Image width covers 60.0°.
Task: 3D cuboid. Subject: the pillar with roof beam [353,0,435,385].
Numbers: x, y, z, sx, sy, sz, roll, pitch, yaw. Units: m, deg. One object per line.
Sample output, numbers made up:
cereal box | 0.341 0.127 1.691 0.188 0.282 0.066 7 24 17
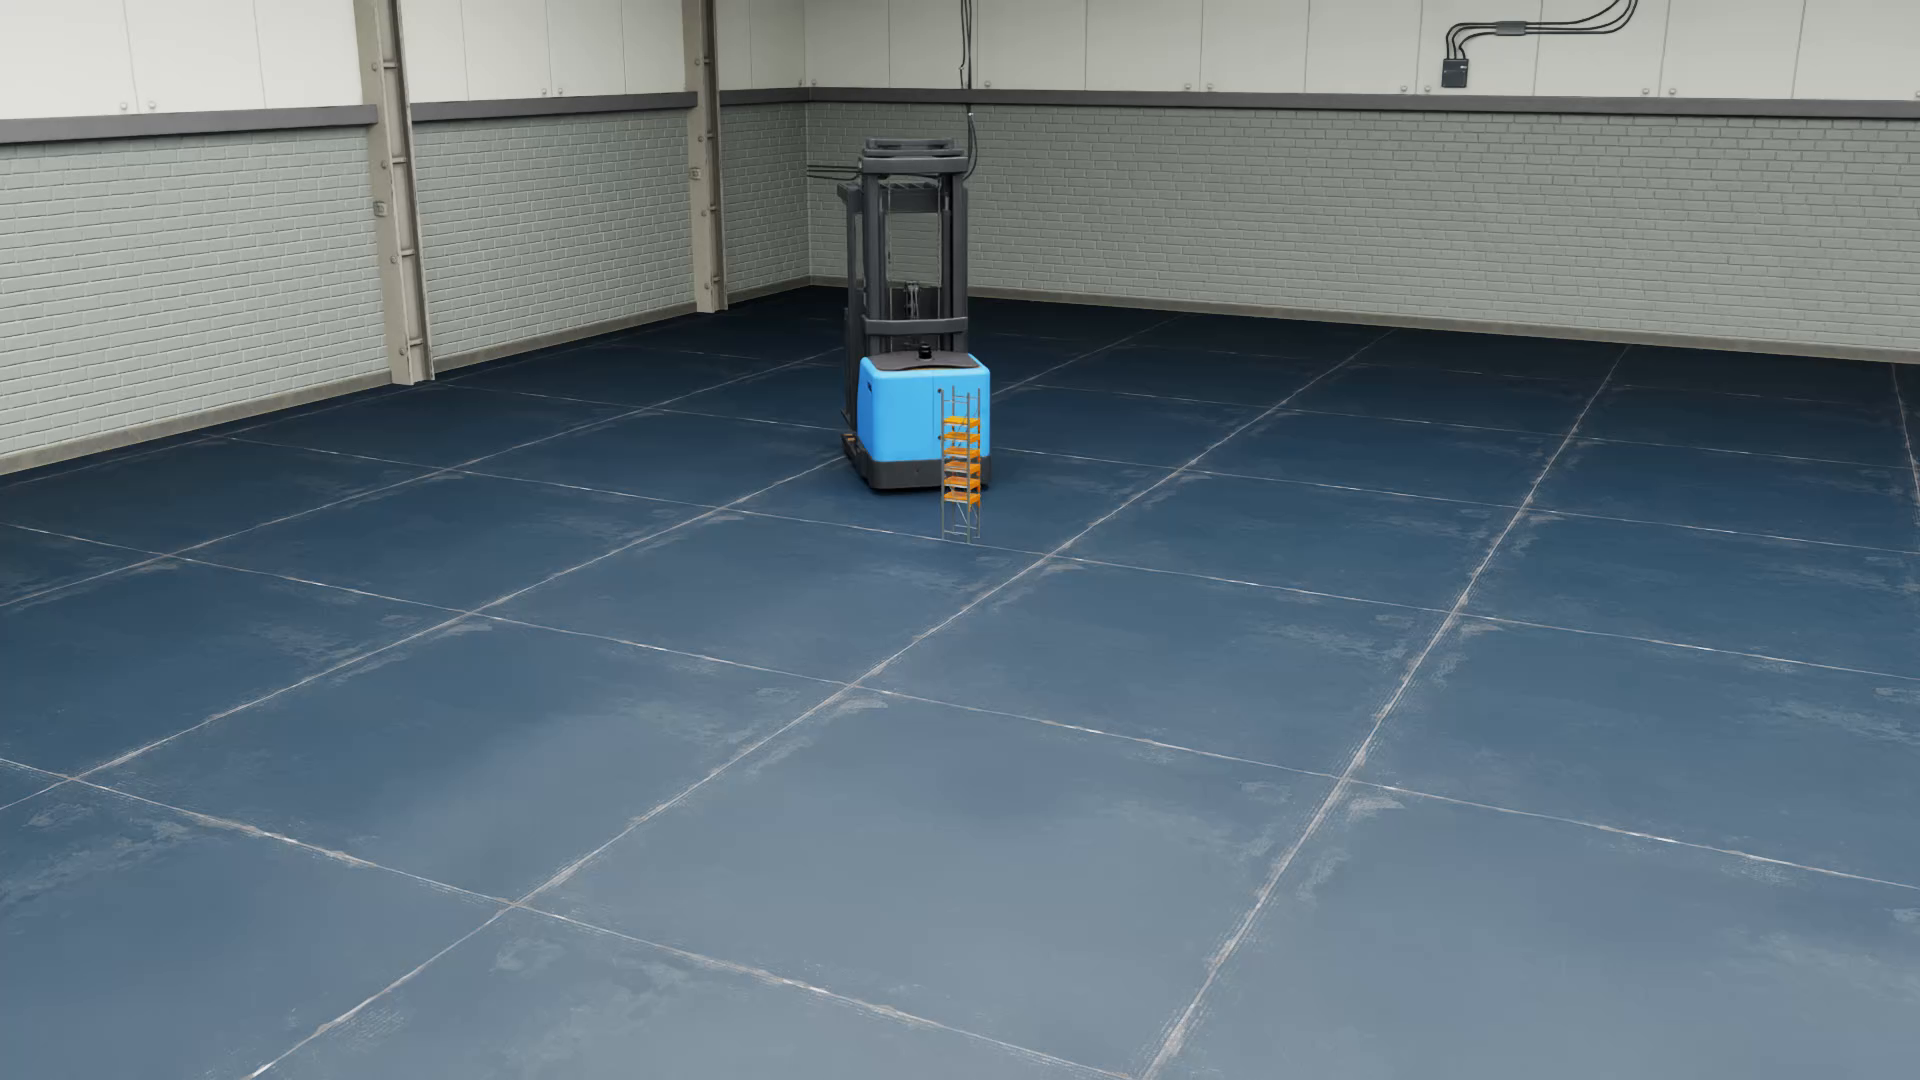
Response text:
pillar with roof beam | -2.466 -5.601 16.075 9.100 9.000 0.400 8 18 25

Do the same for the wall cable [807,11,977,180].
wall cable | -1.136 -6.770 25.467 3.097 2.526 0.112 8 18 25

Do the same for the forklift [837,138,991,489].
forklift | -0.522 -2.219 15.347 1.130 2.935 3.031 -3 17 -11

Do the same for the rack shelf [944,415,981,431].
rack shelf | 0.006 -0.881 12.776 0.258 0.103 0.180 8 18 25

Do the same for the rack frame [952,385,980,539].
rack frame | 0.047 -0.602 12.944 0.240 1.200 0.006 8 18 25

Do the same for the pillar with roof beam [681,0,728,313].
pillar with roof beam | 0.215 -7.129 21.221 9.100 9.000 0.400 8 18 25

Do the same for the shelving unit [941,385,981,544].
shelving unit | 0.006 -0.579 12.866 0.258 1.200 0.189 8 18 25

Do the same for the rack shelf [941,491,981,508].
rack shelf | 0.006 -0.306 12.947 0.258 0.103 0.180 8 18 25

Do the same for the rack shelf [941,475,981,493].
rack shelf | 0.006 -0.421 12.913 0.258 0.103 0.180 8 18 25

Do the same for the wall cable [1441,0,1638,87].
wall cable | 7.349 -8.677 20.461 2.305 6.003 0.169 8 18 25

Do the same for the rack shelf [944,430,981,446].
rack shelf | 0.006 -0.766 12.810 0.258 0.103 0.180 8 18 25

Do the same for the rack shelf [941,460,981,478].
rack shelf | 0.006 -0.536 12.879 0.258 0.103 0.180 8 18 25

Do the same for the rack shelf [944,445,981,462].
rack shelf | 0.006 -0.651 12.844 0.258 0.103 0.180 8 18 25

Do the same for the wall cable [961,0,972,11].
wall cable | 1.284 -8.847 23.589 3.097 2.526 0.112 8 18 25

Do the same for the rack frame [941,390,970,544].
rack frame | -0.034 -0.556 12.787 0.240 1.200 0.006 8 18 25
